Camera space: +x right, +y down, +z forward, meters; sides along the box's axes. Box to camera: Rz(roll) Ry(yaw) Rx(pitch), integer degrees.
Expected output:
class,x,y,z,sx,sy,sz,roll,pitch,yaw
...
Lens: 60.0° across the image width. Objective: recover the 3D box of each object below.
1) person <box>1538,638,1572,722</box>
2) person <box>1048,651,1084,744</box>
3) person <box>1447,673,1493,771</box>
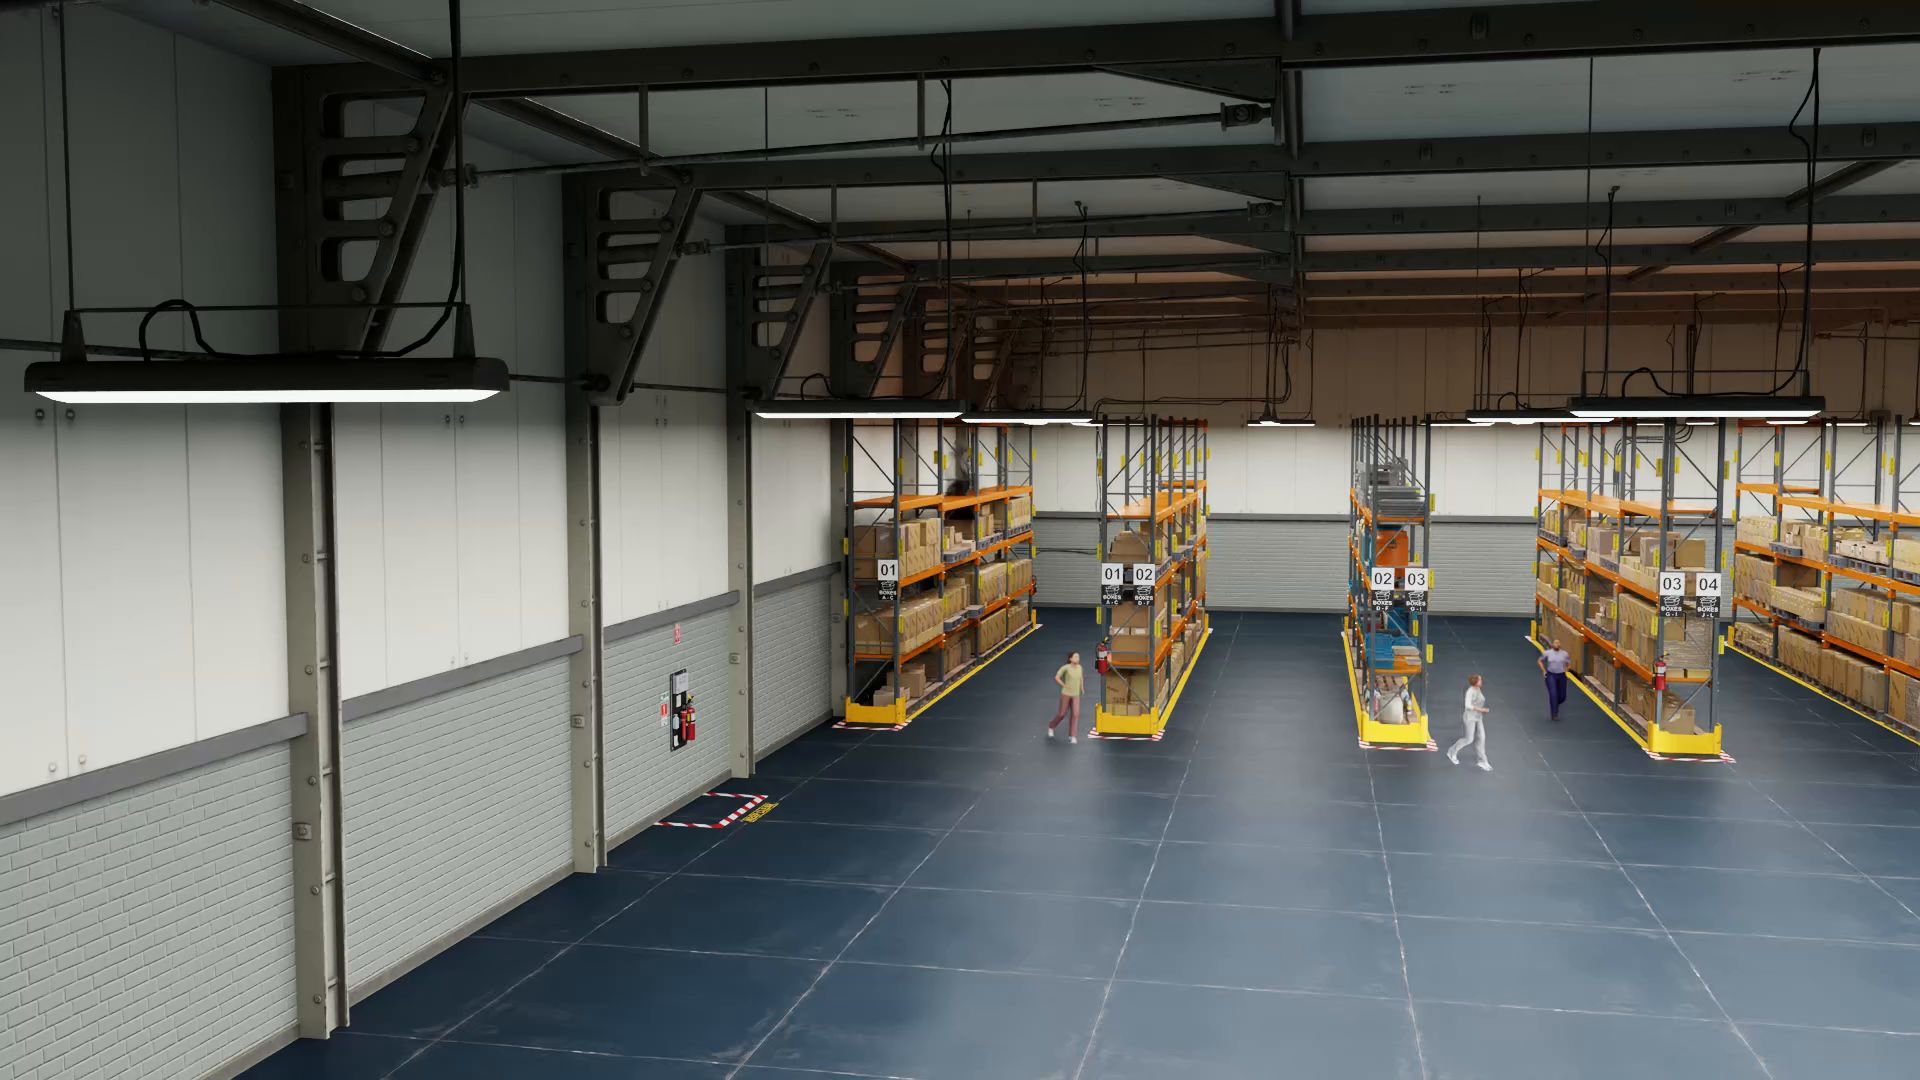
class,x,y,z,sx,sy,sz,roll,pitch,yaw
person,11.736,2.731,32.792,0.620,1.613,0.823,0,4,4
person,2.043,2.852,30.521,0.616,1.636,0.954,-2,4,-23
person,8.632,3.051,28.078,0.781,1.619,0.563,3,5,39
